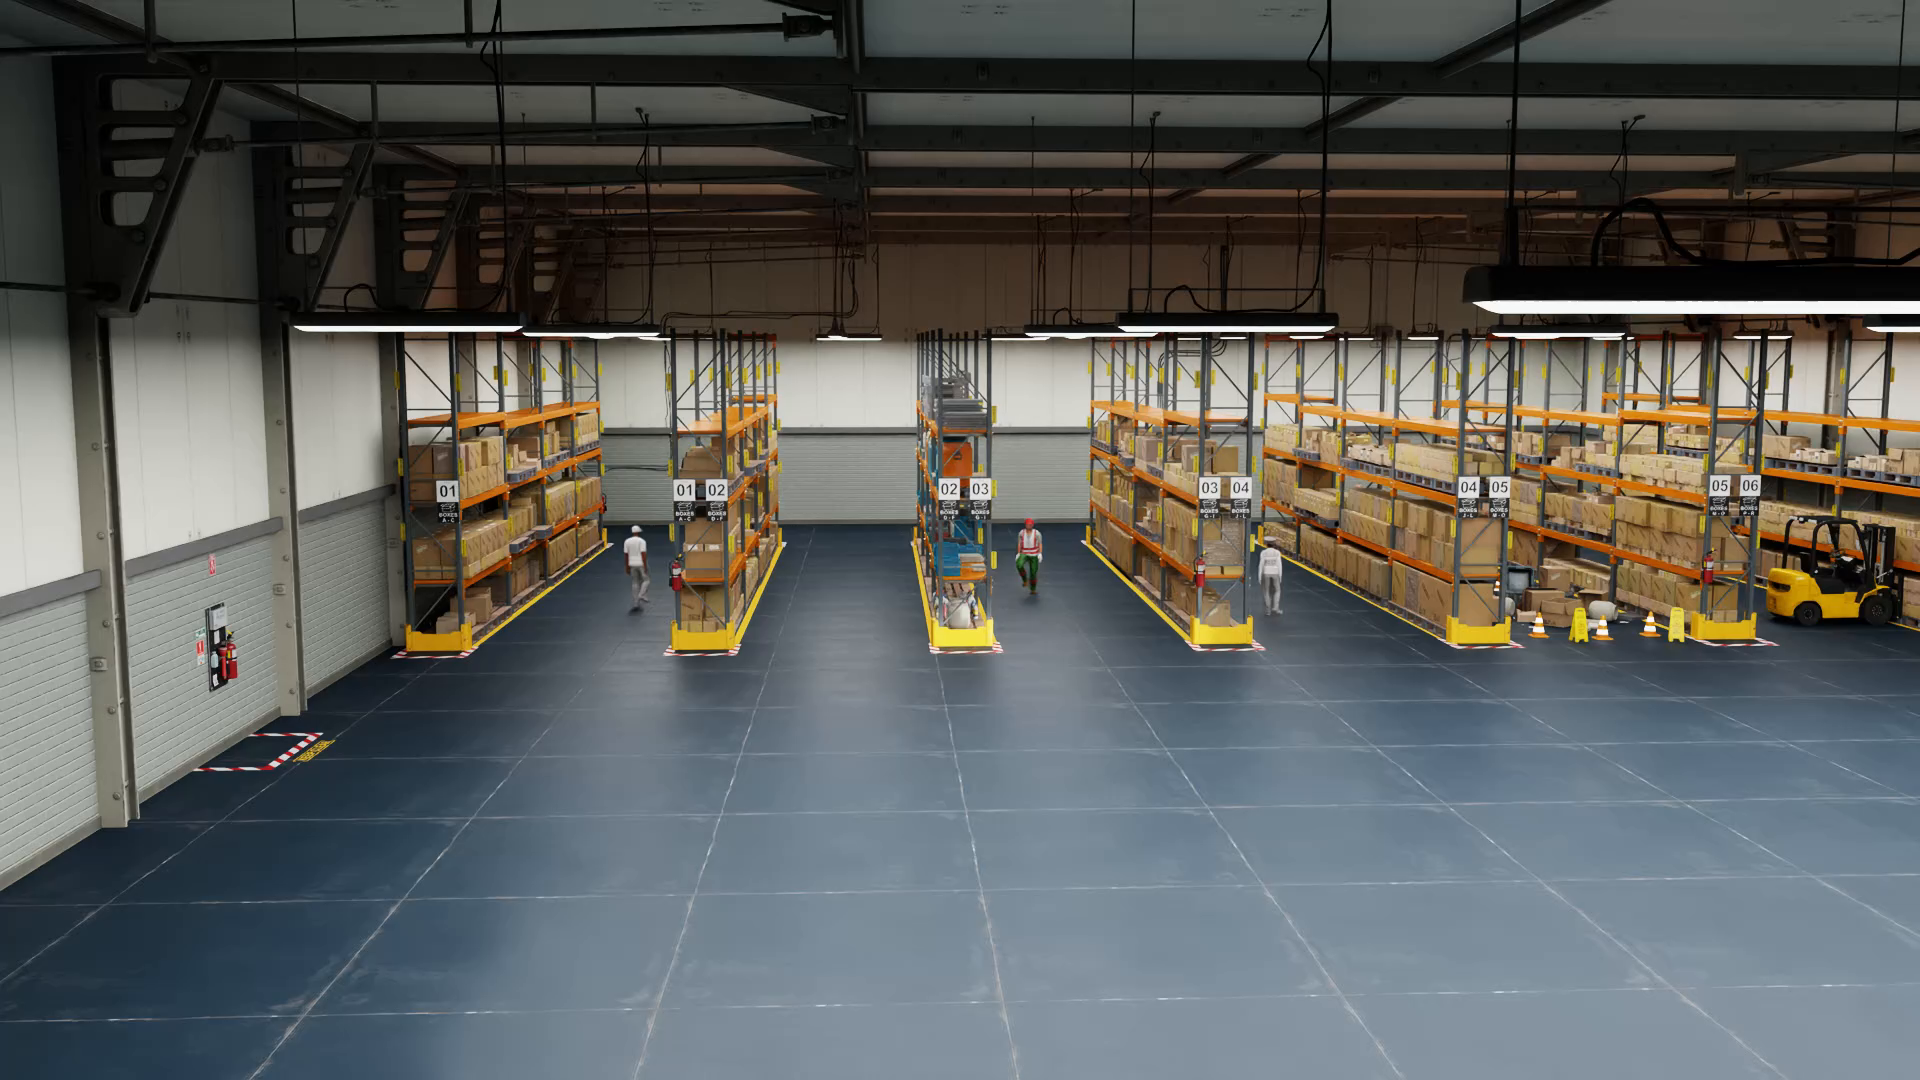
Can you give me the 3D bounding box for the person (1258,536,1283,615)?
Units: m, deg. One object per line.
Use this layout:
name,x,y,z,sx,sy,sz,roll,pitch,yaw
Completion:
person,6.548,0.768,35.088,0.516,1.675,0.513,0,7,2

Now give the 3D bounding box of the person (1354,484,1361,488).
person,11.245,-0.693,46.945,0.638,1.779,0.539,-6,9,-40

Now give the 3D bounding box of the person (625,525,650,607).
person,-7.060,0.564,36.357,0.600,1.753,0.539,1,7,7

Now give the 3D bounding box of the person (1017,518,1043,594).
person,1.572,0.375,37.785,0.621,1.770,0.665,1,7,11
